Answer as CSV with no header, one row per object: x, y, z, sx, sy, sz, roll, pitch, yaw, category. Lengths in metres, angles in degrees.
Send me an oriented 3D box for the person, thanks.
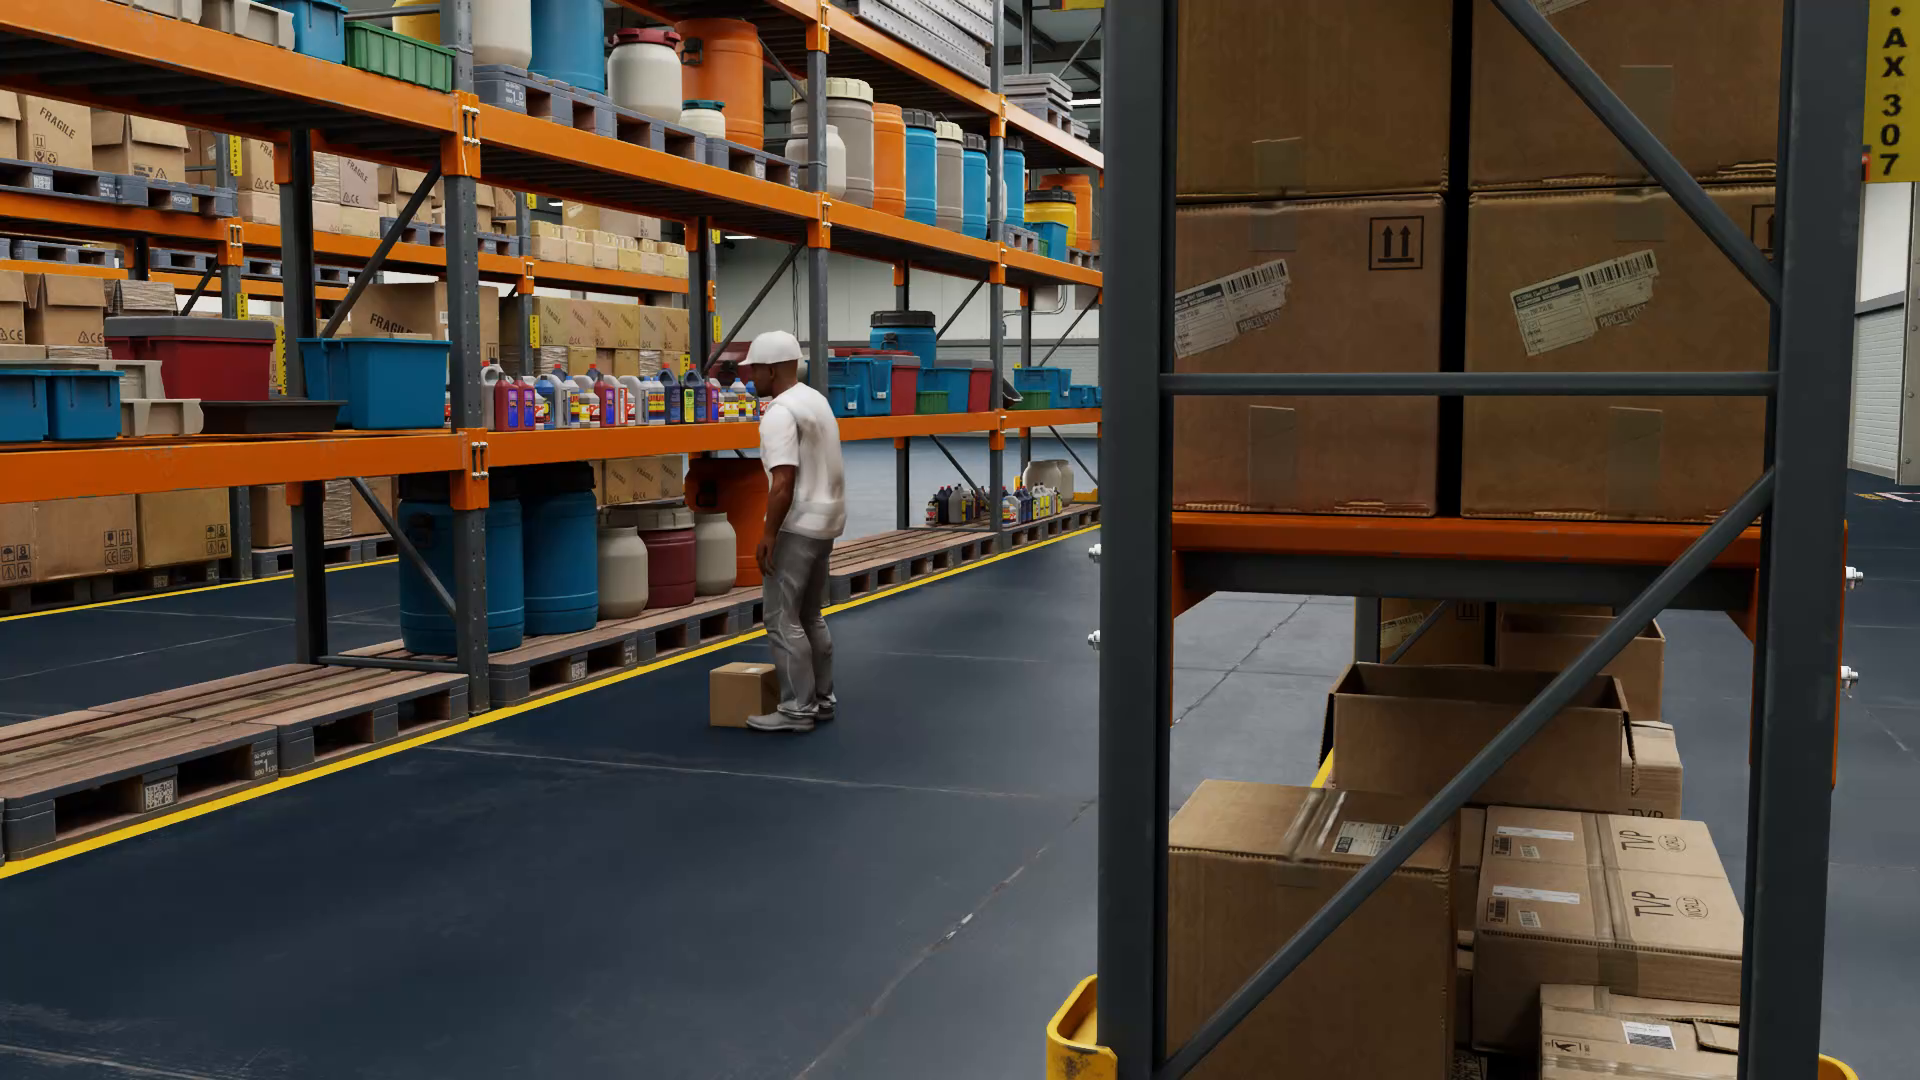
-0.746,-0.042,7.375,0.459,1.760,0.634,1,5,15,person
